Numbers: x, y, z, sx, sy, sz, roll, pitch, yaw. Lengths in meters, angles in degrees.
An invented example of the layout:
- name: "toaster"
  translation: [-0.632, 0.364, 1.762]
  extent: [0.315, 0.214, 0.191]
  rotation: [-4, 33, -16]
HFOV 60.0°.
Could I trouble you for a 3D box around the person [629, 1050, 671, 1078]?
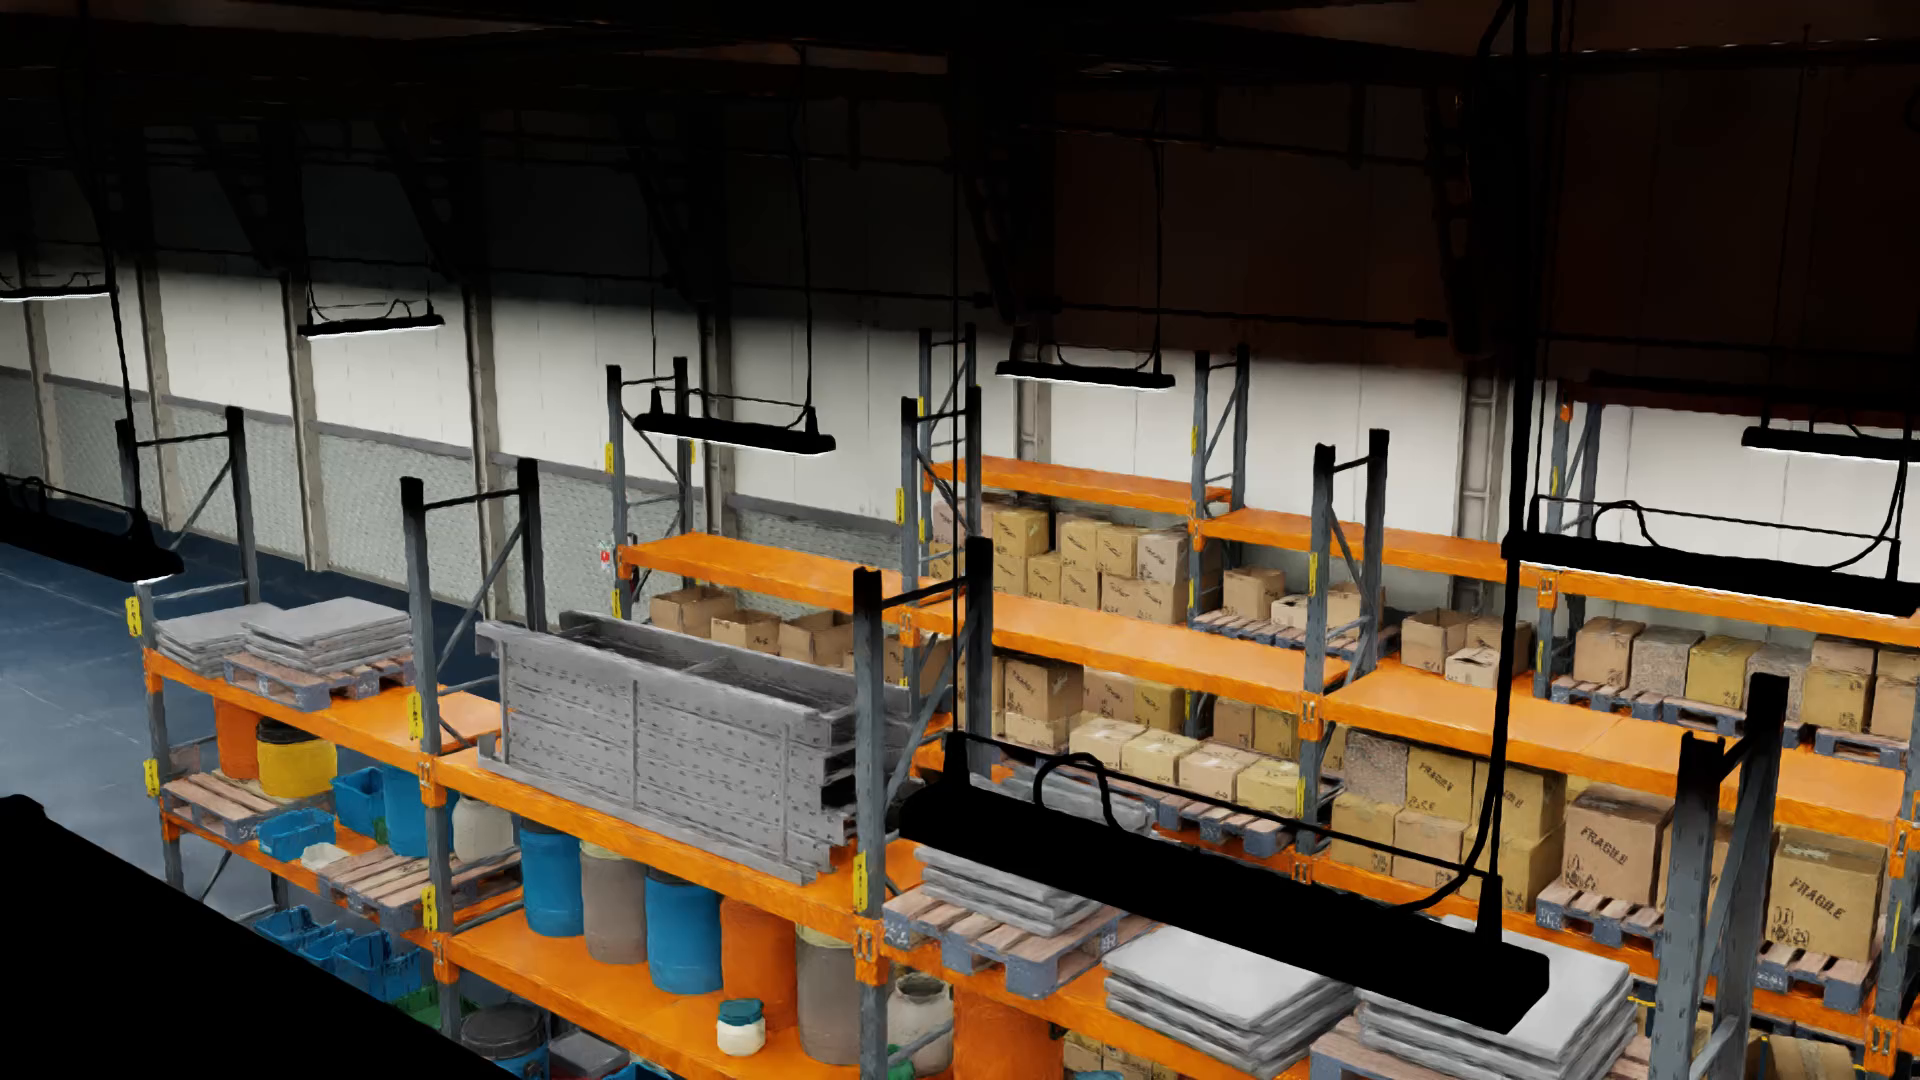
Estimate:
- name: "person"
  translation: [-2.705, 4.131, 14.036]
  extent: [0.552, 1.742, 0.677]
  rotation: [9, 16, 36]
